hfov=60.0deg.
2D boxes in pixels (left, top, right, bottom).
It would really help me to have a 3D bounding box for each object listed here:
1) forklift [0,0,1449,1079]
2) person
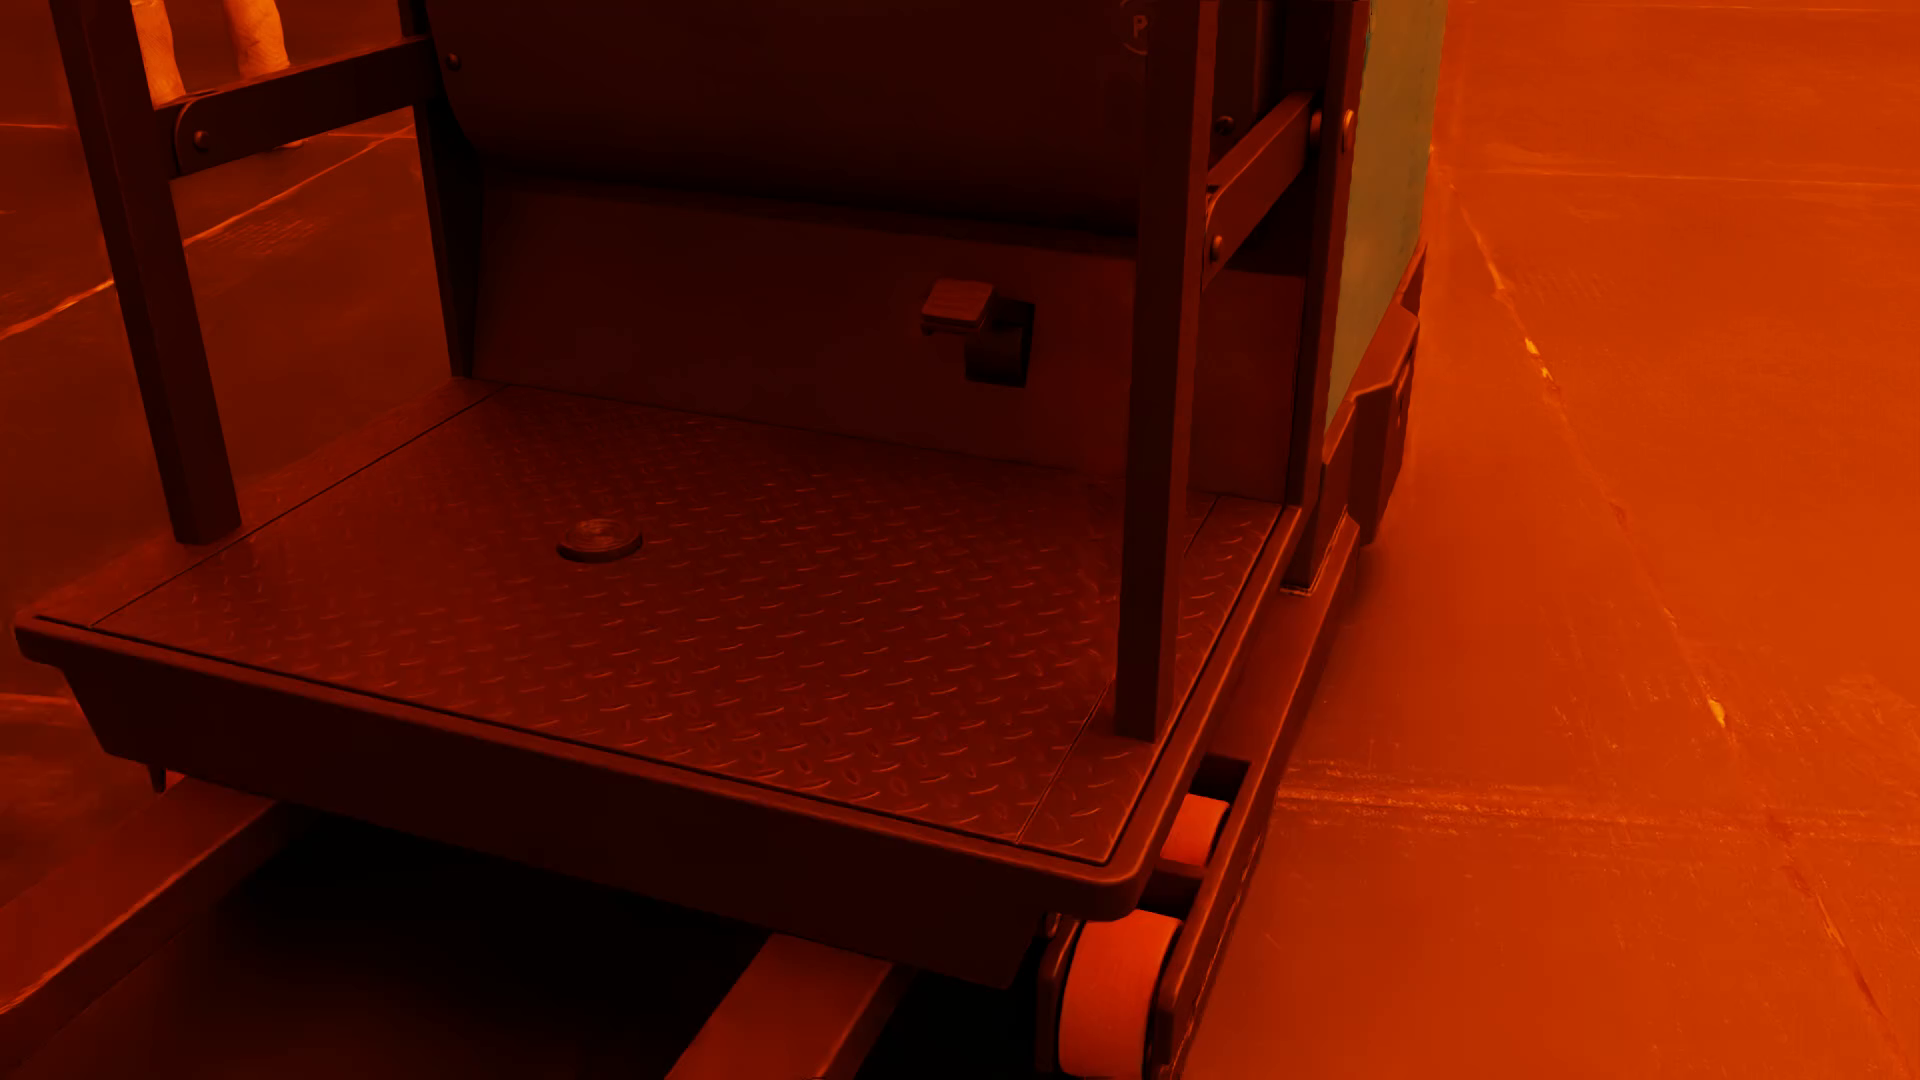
[{"bbox_3d":[-0.214,-1.026,1.274,1.130,2.935,3.031,10,28,19],"label":"forklift"},{"bbox_3d":[-2.107,-1.906,4.354,0.592,1.780,0.457,-20,33,-34],"label":"person"}]
